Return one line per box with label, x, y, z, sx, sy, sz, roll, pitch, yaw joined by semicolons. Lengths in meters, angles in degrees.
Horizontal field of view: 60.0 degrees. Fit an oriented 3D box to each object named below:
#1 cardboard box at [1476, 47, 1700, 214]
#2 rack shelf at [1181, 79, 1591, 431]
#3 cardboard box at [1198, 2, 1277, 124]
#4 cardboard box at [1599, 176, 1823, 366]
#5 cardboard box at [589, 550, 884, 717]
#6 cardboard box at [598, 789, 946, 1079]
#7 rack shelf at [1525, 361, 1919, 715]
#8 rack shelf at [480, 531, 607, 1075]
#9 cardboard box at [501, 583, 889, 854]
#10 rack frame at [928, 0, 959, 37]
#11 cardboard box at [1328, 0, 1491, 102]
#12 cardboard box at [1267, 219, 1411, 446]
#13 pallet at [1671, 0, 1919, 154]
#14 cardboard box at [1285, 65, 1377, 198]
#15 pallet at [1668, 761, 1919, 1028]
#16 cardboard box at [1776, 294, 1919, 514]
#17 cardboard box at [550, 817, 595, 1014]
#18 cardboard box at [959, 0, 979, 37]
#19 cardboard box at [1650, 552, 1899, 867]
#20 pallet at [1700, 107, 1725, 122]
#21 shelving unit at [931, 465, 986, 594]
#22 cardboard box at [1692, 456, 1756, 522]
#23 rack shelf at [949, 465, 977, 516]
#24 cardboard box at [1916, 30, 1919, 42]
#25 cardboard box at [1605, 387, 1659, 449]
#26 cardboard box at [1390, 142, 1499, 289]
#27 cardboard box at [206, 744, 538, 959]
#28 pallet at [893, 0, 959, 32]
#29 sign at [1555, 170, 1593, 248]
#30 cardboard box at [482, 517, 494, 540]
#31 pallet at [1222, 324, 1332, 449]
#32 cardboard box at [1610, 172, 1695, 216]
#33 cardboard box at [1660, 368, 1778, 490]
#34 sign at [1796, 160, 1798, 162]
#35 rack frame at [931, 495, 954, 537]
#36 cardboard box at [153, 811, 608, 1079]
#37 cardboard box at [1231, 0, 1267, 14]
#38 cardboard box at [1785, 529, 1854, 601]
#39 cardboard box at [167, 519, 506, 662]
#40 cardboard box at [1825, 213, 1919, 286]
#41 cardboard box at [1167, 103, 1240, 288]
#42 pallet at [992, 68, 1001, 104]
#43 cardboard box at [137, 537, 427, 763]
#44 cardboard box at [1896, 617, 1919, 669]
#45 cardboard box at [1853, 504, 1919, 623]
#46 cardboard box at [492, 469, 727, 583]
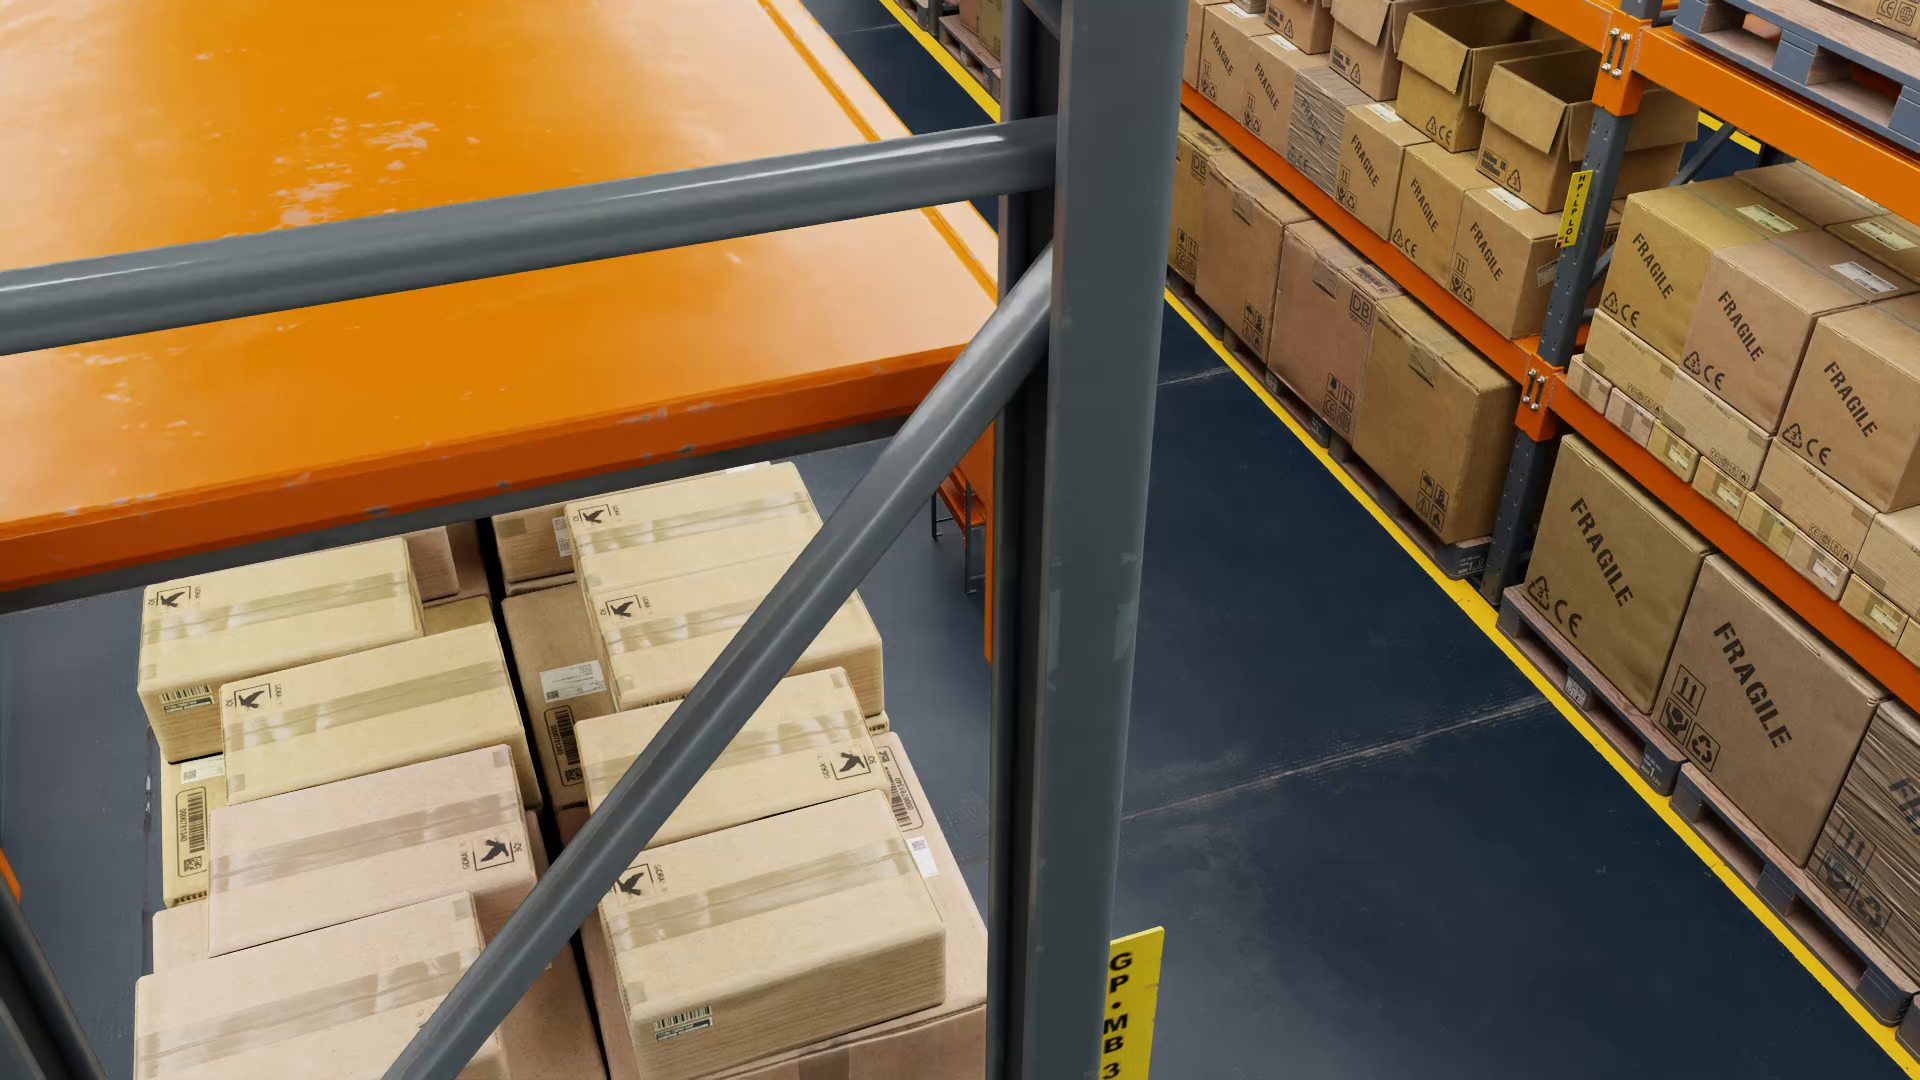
cardboard box;2.749;-1.815;7.311;0.797;0.503;0.637;-13;39;-17
rack shelf;2.289;-1.858;8.882;1.077;0.370;4.000;-12;39;-16
cardboard box;1.692;-2.693;9.310;0.500;0.500;0.500;-13;39;-17
cardboard box;2.902;-1.051;6.466;0.500;0.500;0.500;-12;39;-16
cardboard box;-0.332;0.170;2.476;0.380;0.149;0.250;-12;39;-16
cardboard box;-0.236;0.486;2.056;0.380;0.149;0.250;-13;39;-16
rack shelf;3.665;0.402;5.882;1.077;0.370;4.000;-12;39;-16
rack shelf;-1.027;0.173;3.692;1.077;0.370;4.000;-12;39;-16
cardboard box;-0.426;0.279;2.662;0.500;0.250;0.500;-13;39;-17
rack frame;0.224;-5.535;13.165;1.000;3.000;0.127;-12;39;-16
cardboard box;2.295;-2.553;8.290;0.797;0.503;0.637;-11;38;-14
cardboard box;2.430;-1.197;8.823;1.225;0.875;0.875;-14;39;-18
pallet;3.249;-1.714;5.673;1.003;0.211;1.213;-12;39;-16
cardboard box;2.041;-2.122;8.551;0.500;0.500;0.500;-12;39;-16
pallet;3.589;1.234;6.496;1.003;0.211;1.213;-12;39;-16
cardboard box;3.247;-0.478;5.706;0.500;0.500;0.500;-14;39;-17
cardboard box;-0.430;0.471;2.824;0.500;0.250;0.500;-11;38;-14
cardboard box;0.415;-4.361;13.319;0.700;0.500;0.500;-15;40;-19
cardboard box;3.439;0.563;6.487;0.875;0.875;0.875;-12;39;-16
pallet;6.021;-3.633;12.958;1.003;0.211;1.213;-12;39;-16
shelving unit;0.057;-0.386;7.825;0.258;1.200;0.503;-12;39;-16
cardboard box;3.040;-0.234;6.337;0.380;0.149;0.250;-13;39;-17
rack shelf;0.057;-0.332;7.866;0.258;0.148;0.480;-12;39;-16
cardboard box;3.483;-1.727;5.102;0.700;0.500;0.500;-11;38;-14
cardboard box;2.857;-0.531;6.731;0.380;0.149;0.250;-14;39;-17
cardboard box;2.396;-1.544;7.784;0.500;0.500;0.500;-11;38;-15
cardboard box;-0.742;0.435;2.125;0.380;0.149;0.250;-12;39;-15
pallet;-0.040;-4.793;14.498;1.003;0.211;1.213;-12;39;-16
sign;2.471;-1.329;6.685;0.100;0.325;0.005;-12;39;-16
cardboard box;-0.787;-0.111;3.597;0.500;0.250;0.500;-13;39;-16
pallet;2.217;-1.012;9.479;1.003;0.211;1.213;-12;39;-16
cardboard box;3.053;-1.367;7.549;0.500;0.500;0.500;-12;39;-16
cardboard box;3.059;-0.473;6.323;0.500;0.250;0.500;-13;39;-16
sign;3.497;-1.509;7.035;0.100;0.325;0.005;-12;39;-16
rack frame;-0.027;-0.524;8.008;0.240;1.200;0.015;-12;39;-16
cardboard box;-0.736;0.668;2.146;0.500;0.250;0.500;-14;39;-17
cardboard box;1.837;-3.300;9.281;0.797;0.503;0.637;-11;38;-14
cardboard box;3.213;0.053;5.956;0.380;0.149;0.250;-12;39;-15
cardboard box;-1.087;0.090;2.914;0.500;0.250;0.500;-12;39;-15
cardboard box;3.555;-0.886;6.248;0.500;0.500;0.500;-12;39;-15
cardboard box;1.818;-2.200;10.155;1.225;0.875;0.875;-14;39;-18
pallet;0.917;-3.291;12.504;1.003;0.211;1.213;-12;39;-16
cardboard box;-1.003;0.158;2.492;0.380;0.149;0.250;-12;39;-15
cardboard box;3.396;0.348;5.564;0.380;0.149;0.250;-12;39;-15
cardboard box;3.405;0.099;5.564;0.500;0.250;0.500;-12;39;-16
cardboard box;-0.603;-0.091;2.822;0.380;0.149;0.250;-11;38;-15
